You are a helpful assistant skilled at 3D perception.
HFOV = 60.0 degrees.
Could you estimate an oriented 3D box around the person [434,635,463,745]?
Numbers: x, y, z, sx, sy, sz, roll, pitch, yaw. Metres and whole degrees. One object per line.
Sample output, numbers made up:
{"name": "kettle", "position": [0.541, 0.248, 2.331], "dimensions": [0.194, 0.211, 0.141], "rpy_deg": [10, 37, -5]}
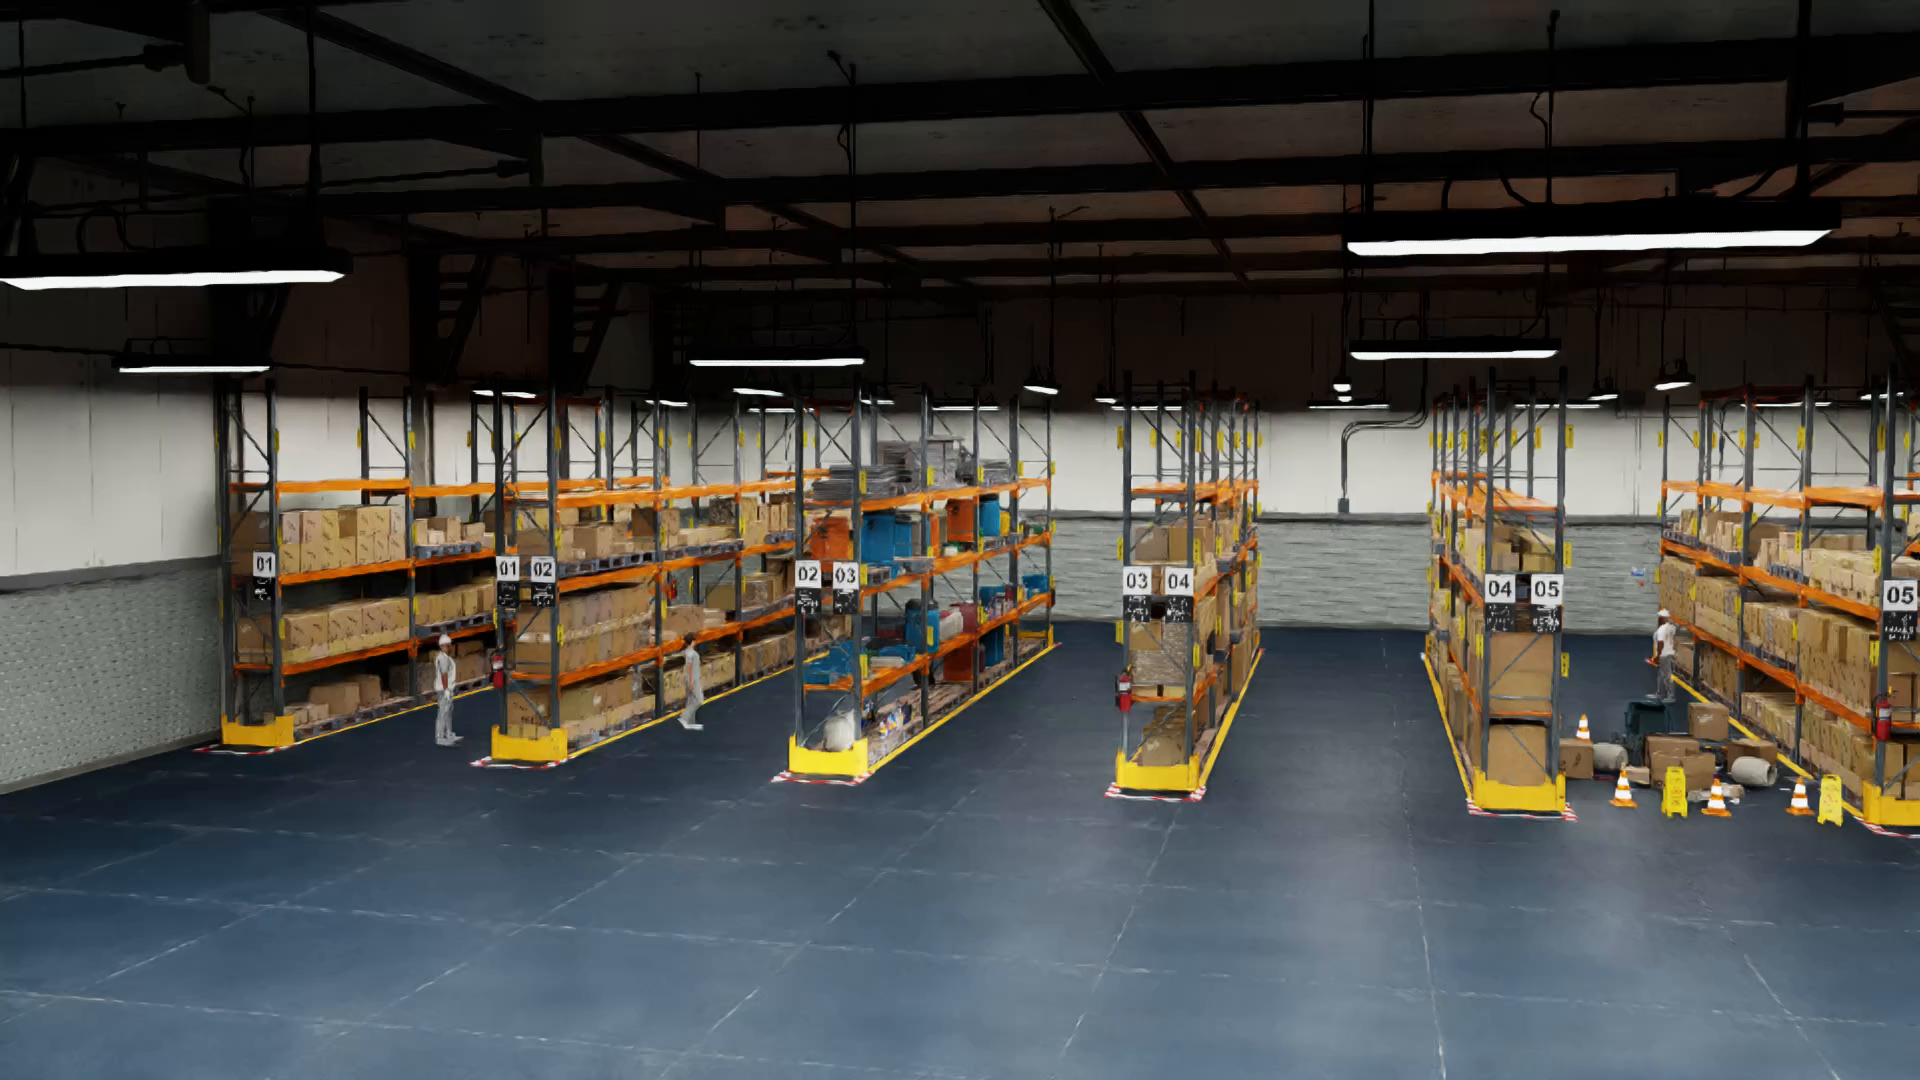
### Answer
{"name": "person", "position": [-8.423, 2.452, 27.360], "dimensions": [0.456, 1.786, 0.617], "rpy_deg": [-1, 4, -18]}

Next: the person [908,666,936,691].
{"name": "person", "position": [-0.730, 2.021, 31.990], "dimensions": [0.499, 1.732, 0.625], "rpy_deg": [-2, 4, -35]}

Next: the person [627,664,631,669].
{"name": "person", "position": [-6.864, 2.095, 34.519], "dimensions": [0.443, 1.658, 0.580], "rpy_deg": [-1, 4, -17]}

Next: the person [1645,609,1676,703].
{"name": "person", "position": [13.424, 2.199, 31.809], "dimensions": [0.594, 1.763, 0.681], "rpy_deg": [2, 4, 33]}

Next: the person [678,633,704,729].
{"name": "person", "position": [-4.661, 2.442, 28.751], "dimensions": [0.435, 1.671, 0.492], "rpy_deg": [-1, 4, -13]}
